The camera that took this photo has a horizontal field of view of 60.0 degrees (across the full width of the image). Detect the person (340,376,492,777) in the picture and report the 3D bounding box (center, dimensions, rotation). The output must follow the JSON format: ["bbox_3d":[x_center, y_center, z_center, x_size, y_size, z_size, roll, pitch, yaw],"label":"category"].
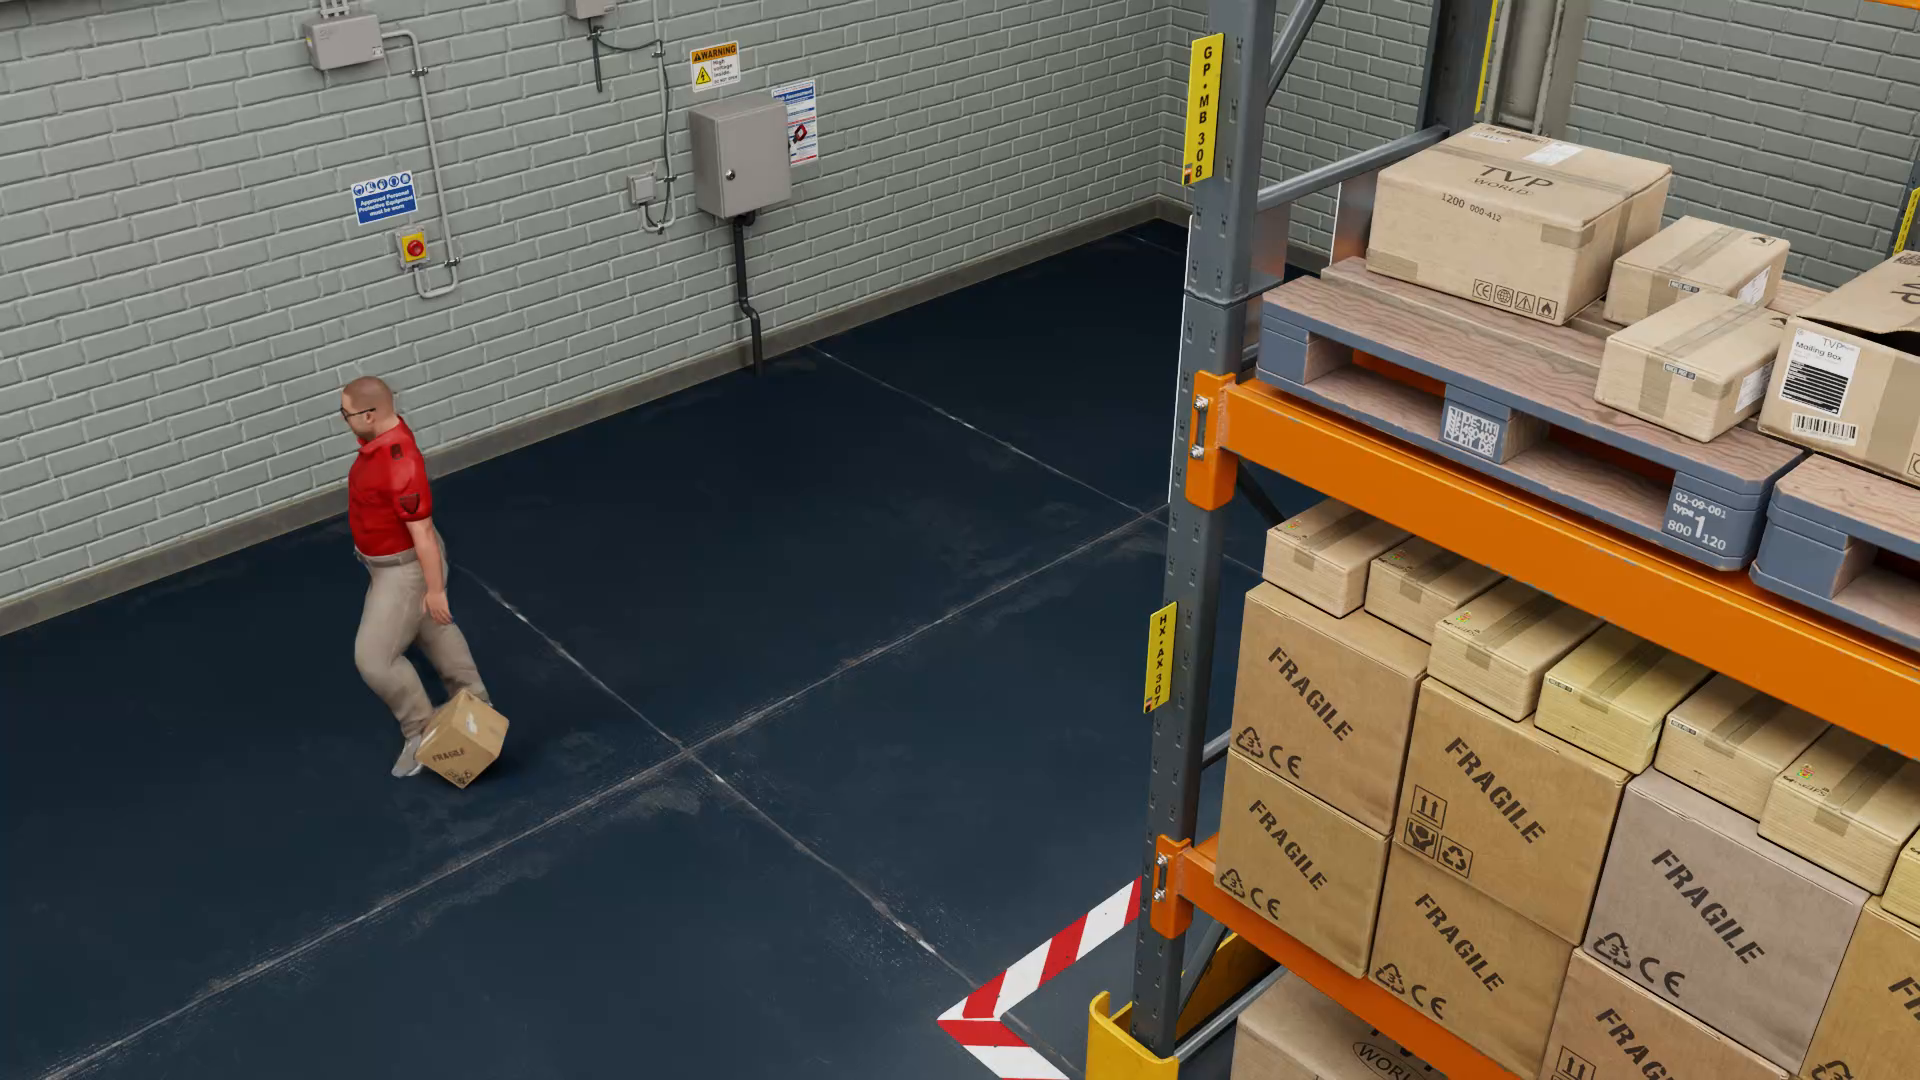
[{"bbox_3d":[-2.323,0.144,6.941,0.514,1.787,0.590,-11,33,-18],"label":"person"}]
